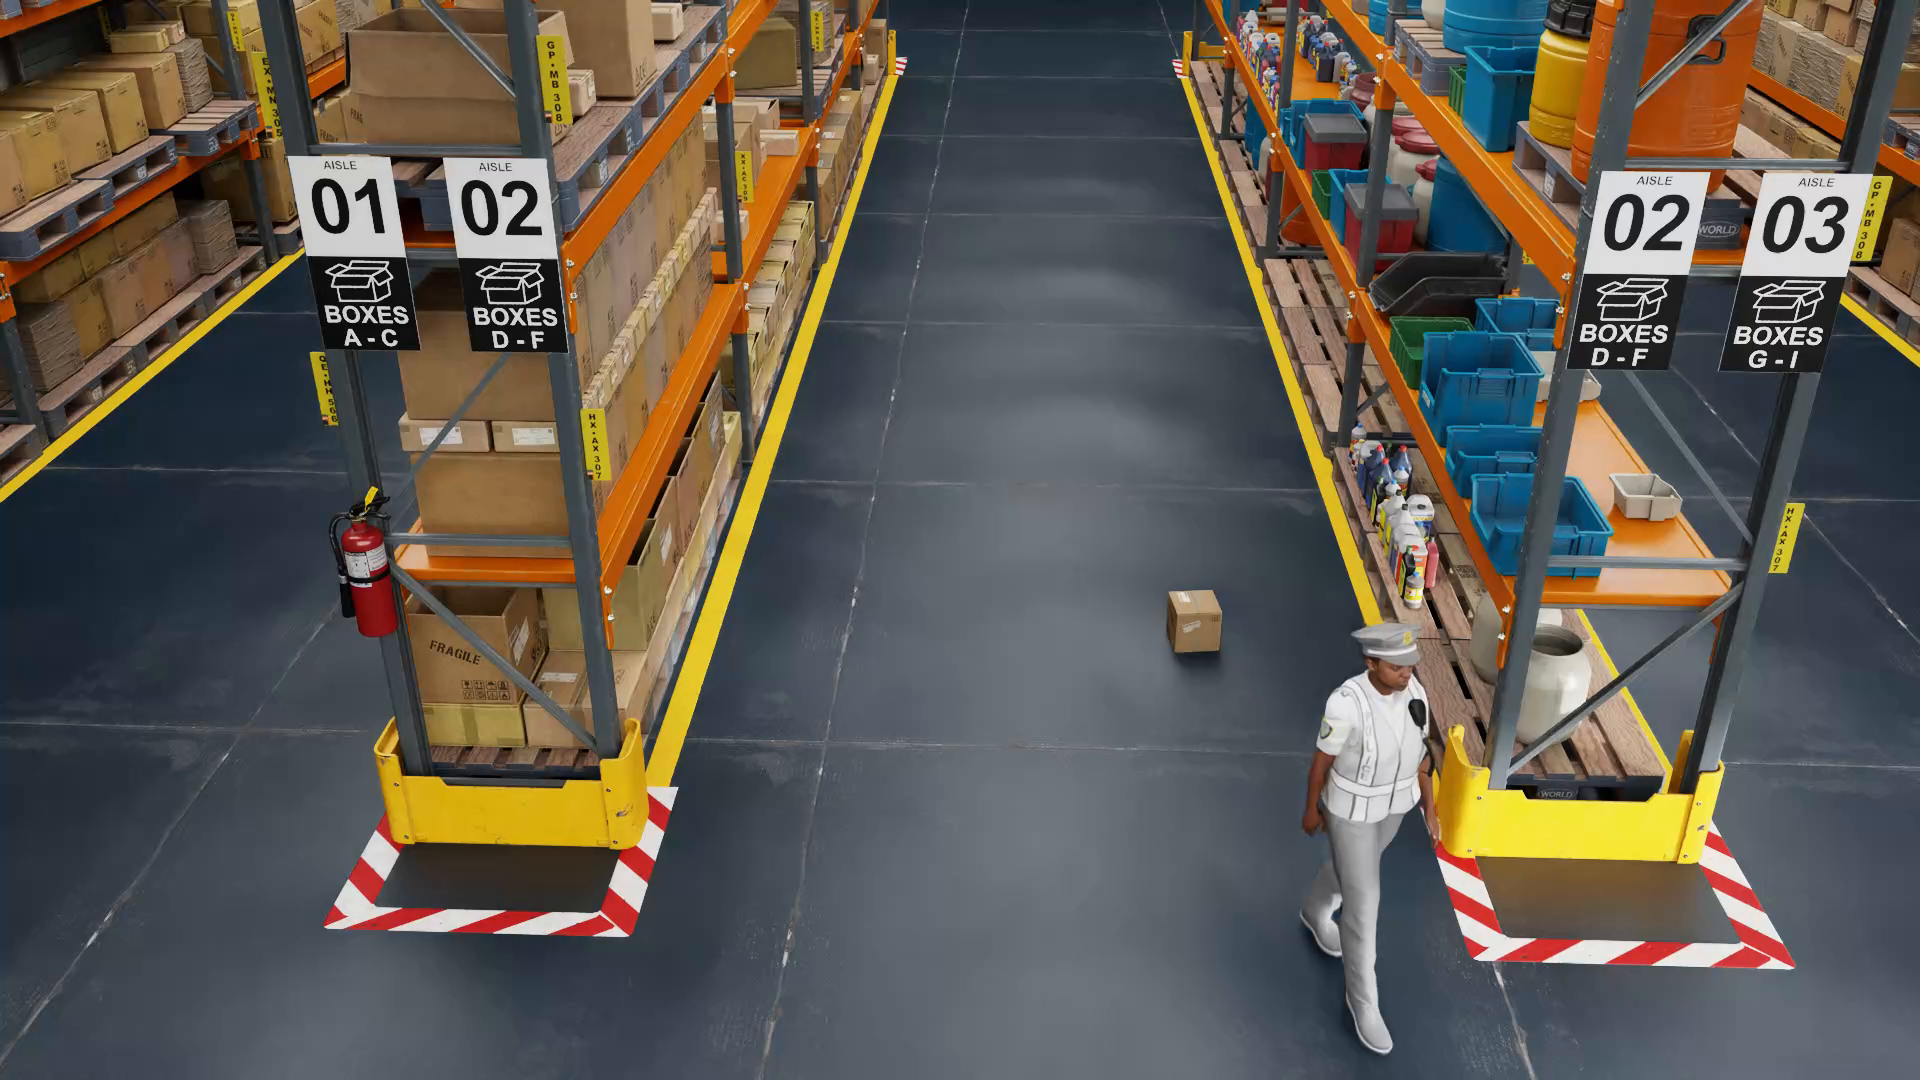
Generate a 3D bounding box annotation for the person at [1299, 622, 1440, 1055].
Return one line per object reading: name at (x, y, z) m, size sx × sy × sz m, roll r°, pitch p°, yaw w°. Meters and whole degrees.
person at (1.662, 1.085, 6.544) m, size 0.462 × 1.686 × 0.793 m, roll -13°, pitch 31°, yaw -23°
